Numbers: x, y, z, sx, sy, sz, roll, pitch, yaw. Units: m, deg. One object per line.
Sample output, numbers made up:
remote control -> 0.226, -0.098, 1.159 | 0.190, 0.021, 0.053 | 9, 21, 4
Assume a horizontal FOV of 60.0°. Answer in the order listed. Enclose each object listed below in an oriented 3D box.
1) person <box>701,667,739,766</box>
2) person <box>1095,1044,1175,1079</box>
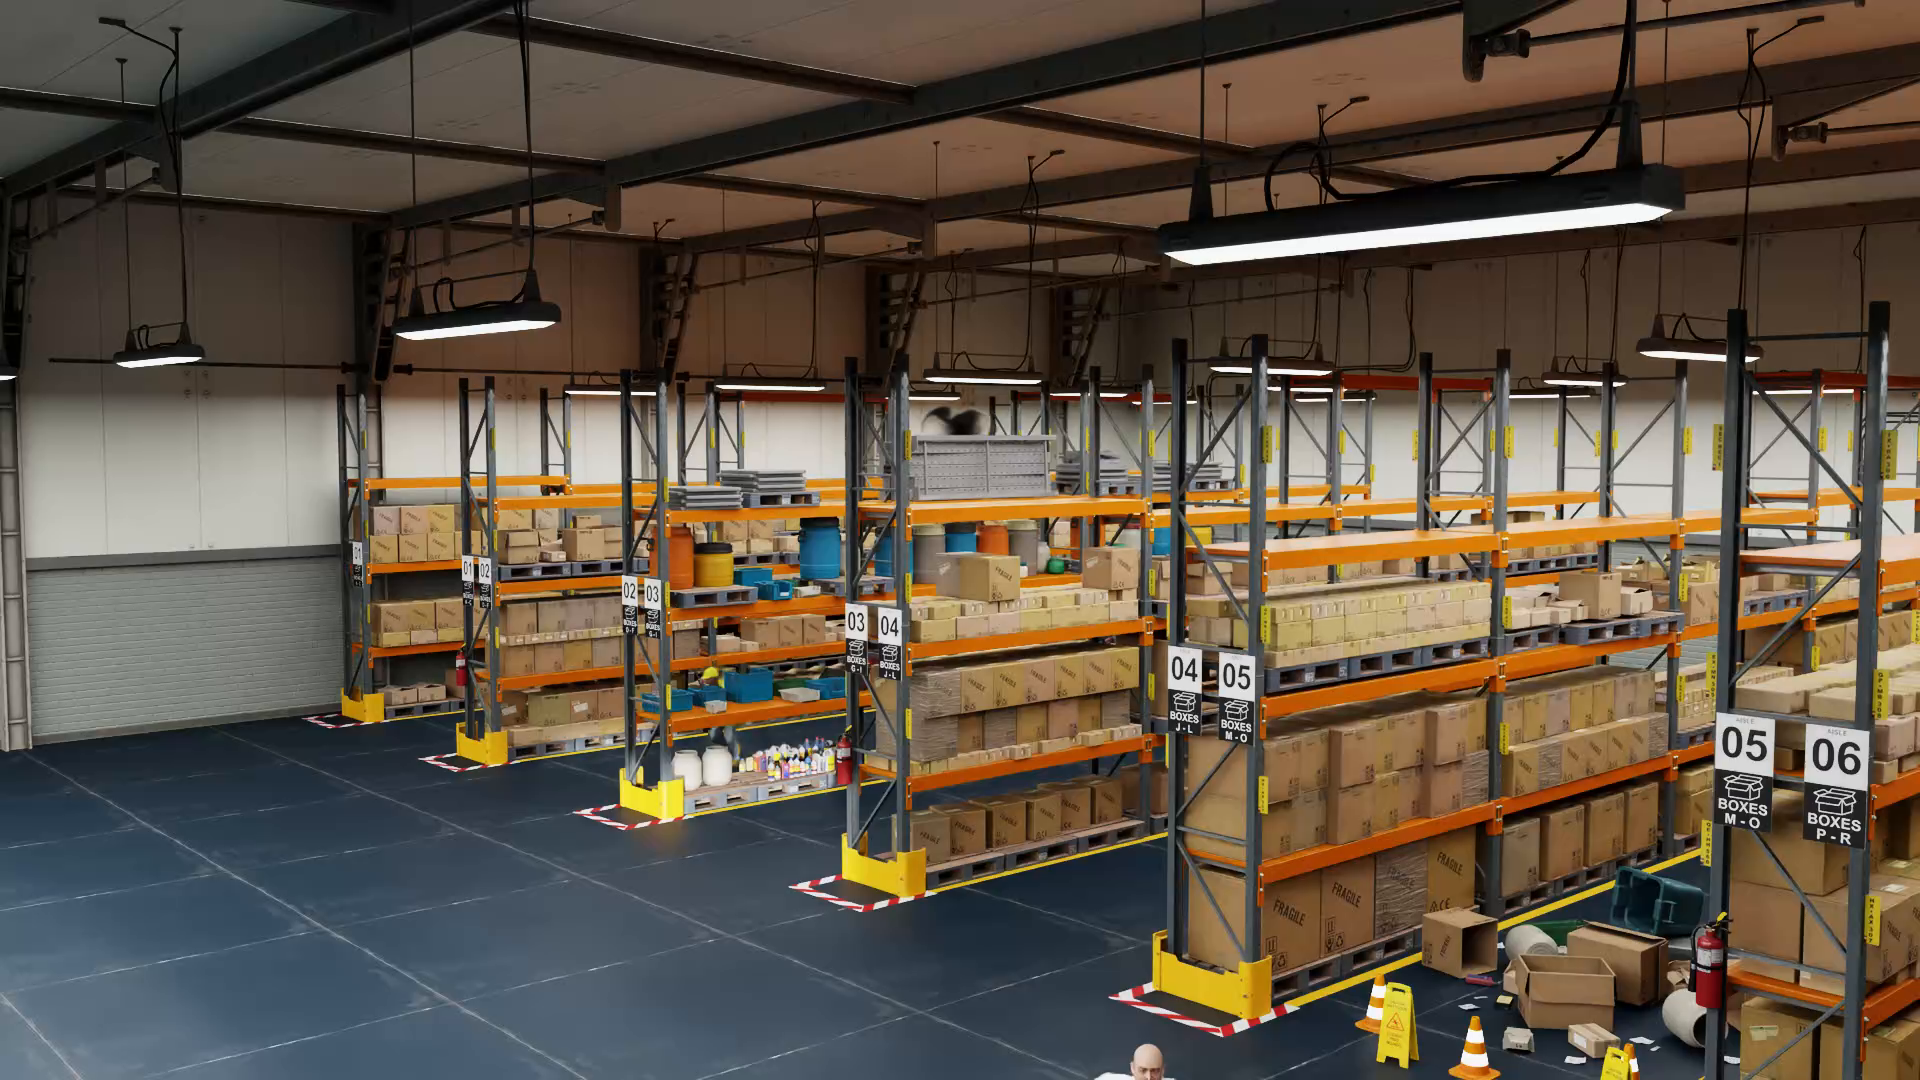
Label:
person -> -3.700, 2.703, 25.491 | 0.735, 1.577, 0.830 | 2, 4, 29
person -> 1.056, 3.695, 9.598 | 0.697, 1.706, 0.779 | 0, 4, 1
